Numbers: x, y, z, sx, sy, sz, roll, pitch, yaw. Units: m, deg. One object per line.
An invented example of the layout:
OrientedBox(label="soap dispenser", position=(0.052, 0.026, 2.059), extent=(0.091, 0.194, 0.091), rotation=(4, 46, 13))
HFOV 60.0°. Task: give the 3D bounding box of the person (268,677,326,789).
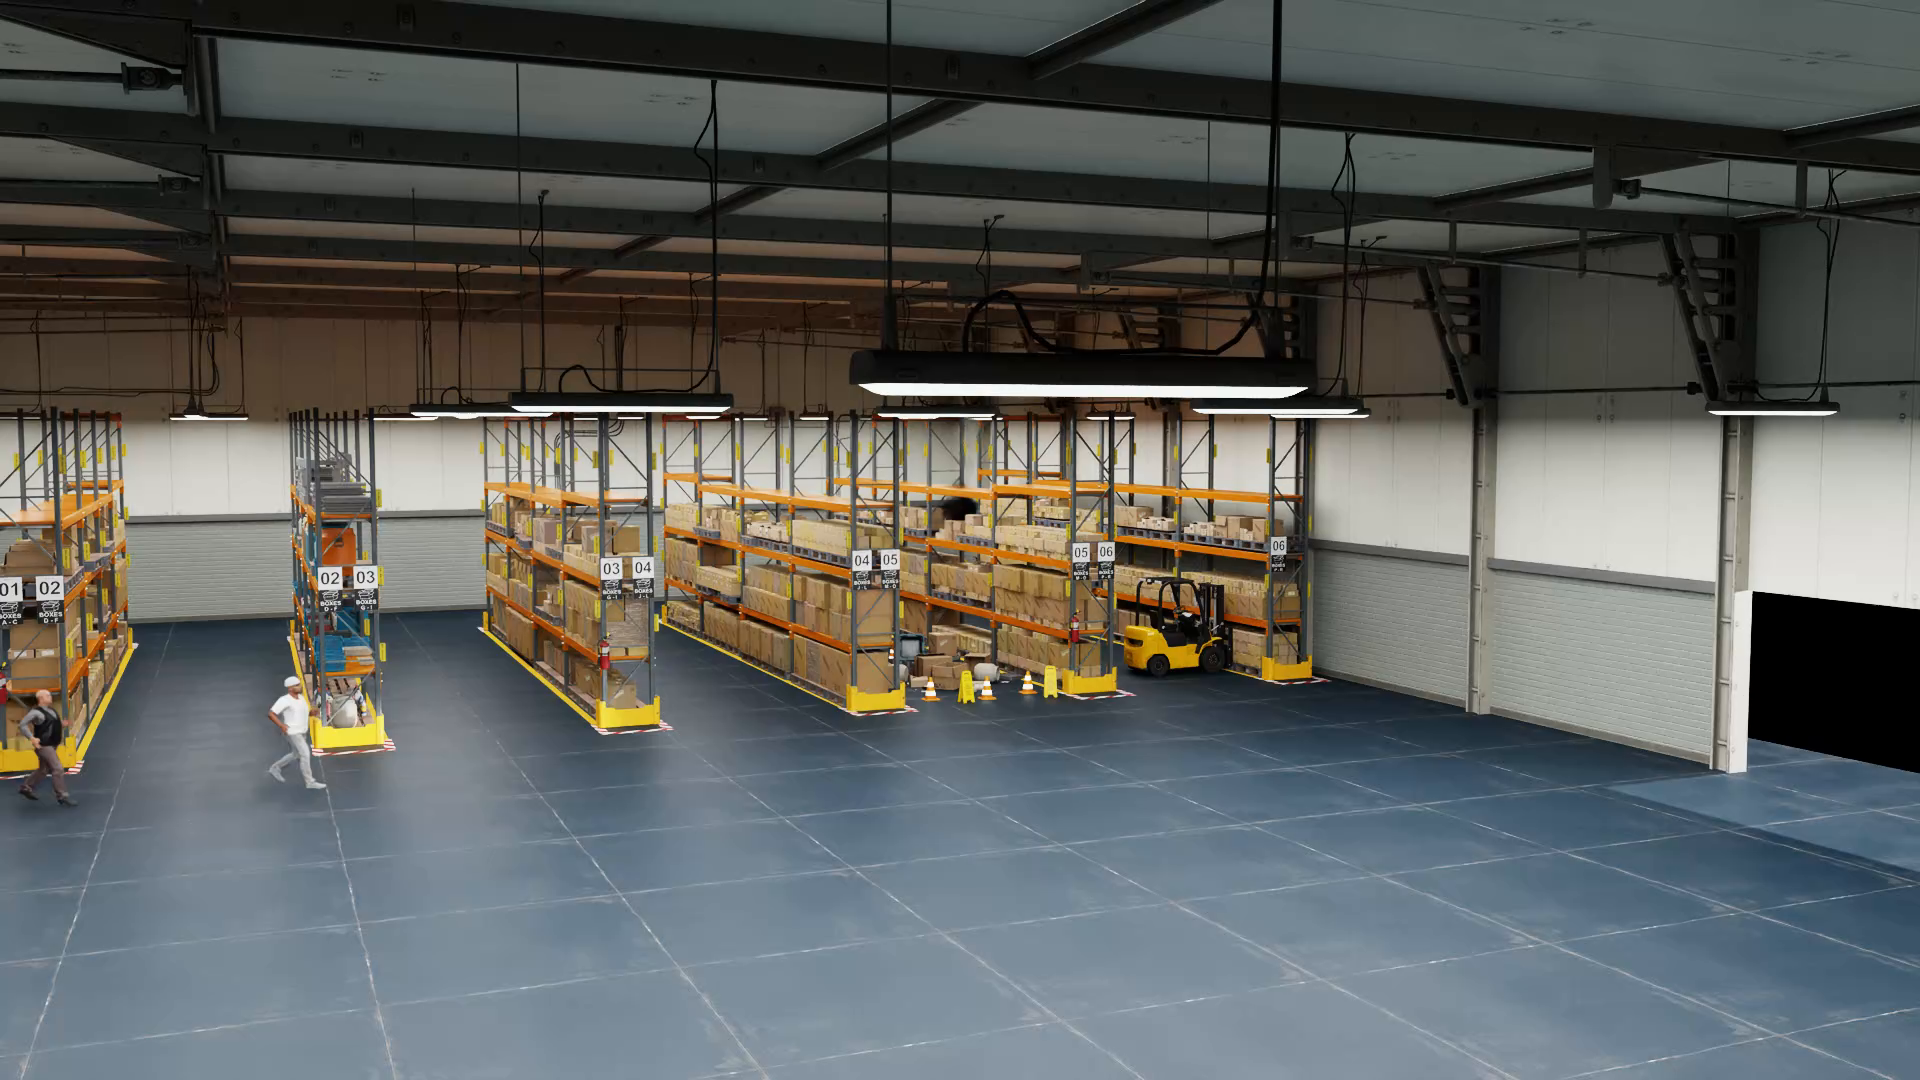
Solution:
OrientedBox(label="person", position=(-10.382, 3.001, 25.978), extent=(0.985, 1.745, 0.707), rotation=(0, 4, 5))

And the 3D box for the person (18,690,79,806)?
OrientedBox(label="person", position=(-13.651, 3.101, 24.846), extent=(0.914, 1.741, 0.644), rotation=(0, 4, -6))
